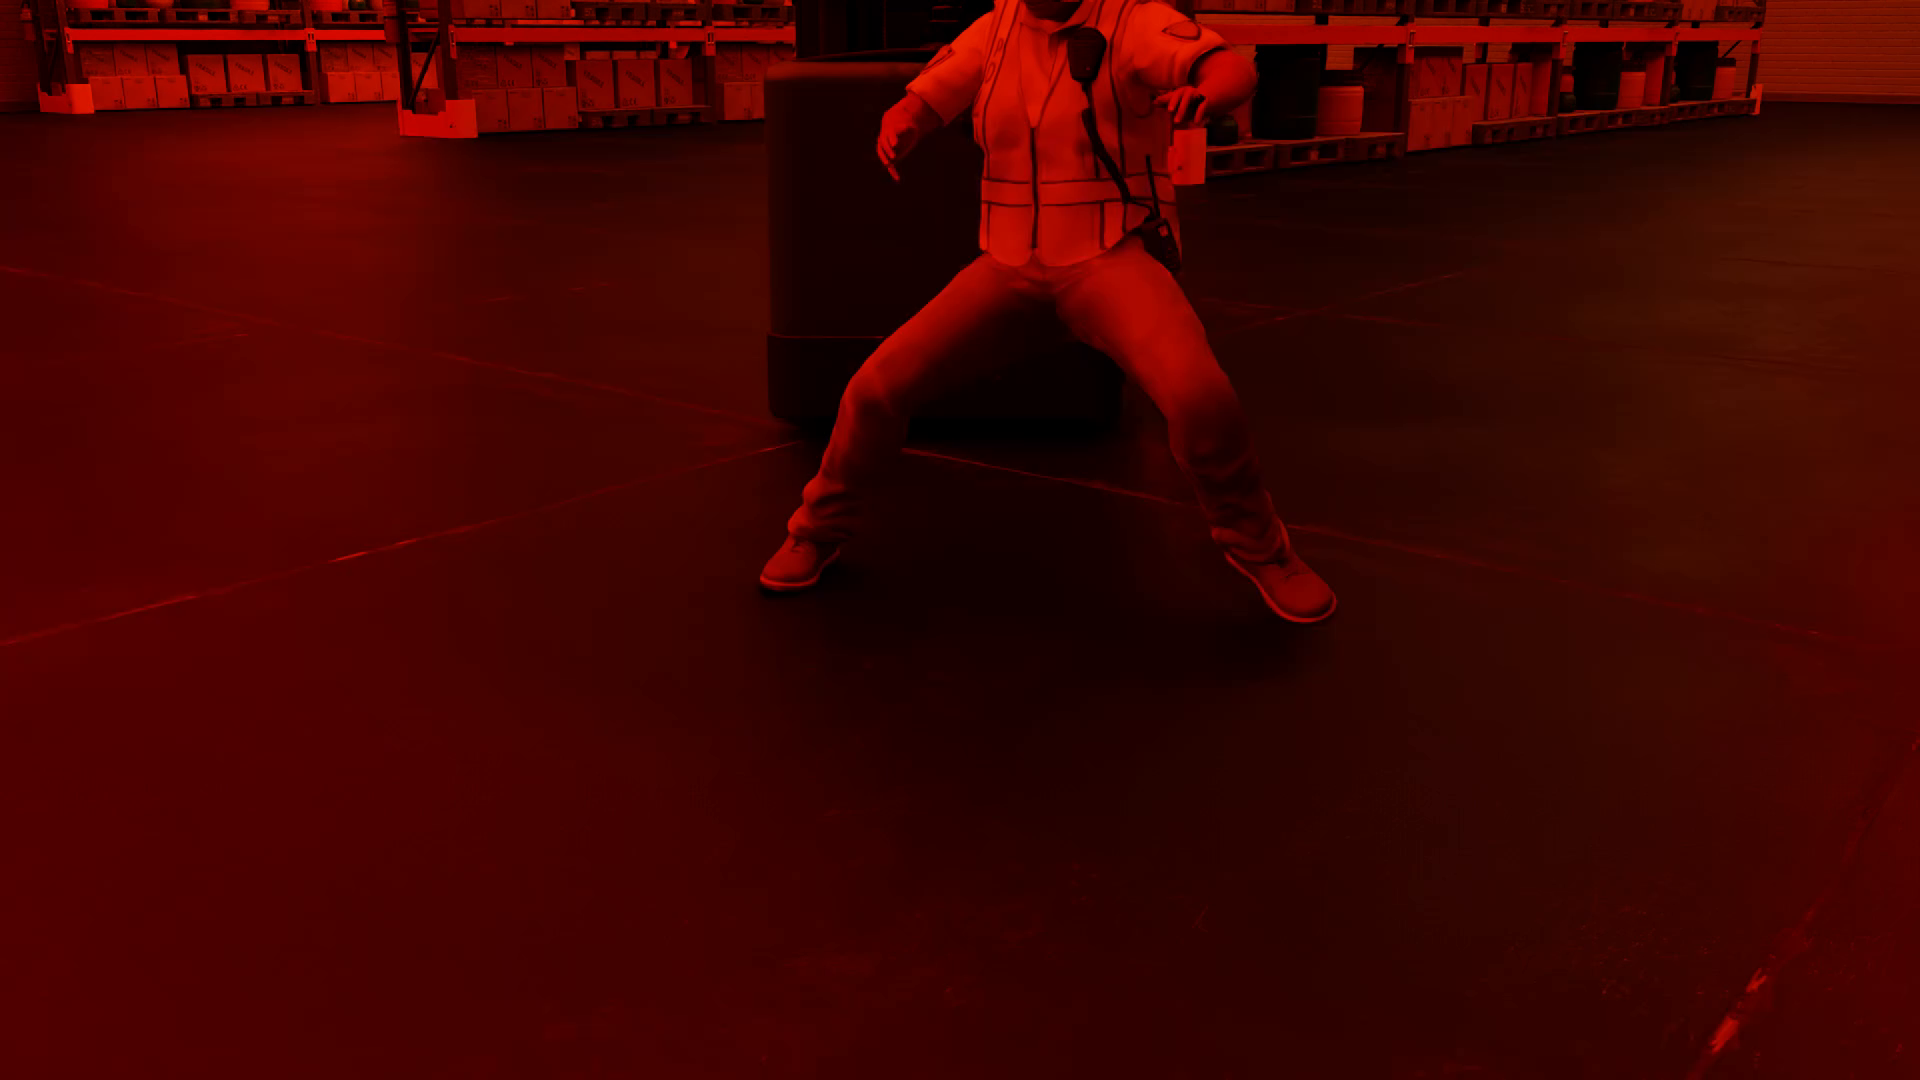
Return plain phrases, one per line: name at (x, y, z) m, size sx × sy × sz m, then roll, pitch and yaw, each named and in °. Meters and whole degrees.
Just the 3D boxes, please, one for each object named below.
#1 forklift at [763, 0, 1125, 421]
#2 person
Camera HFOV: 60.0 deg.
forklift at (-0.018, -2.128, 5.906) m, size 1.130 × 2.935 × 3.031 m, roll 0°, pitch 17°, yaw 1°
person at (0.186, -0.571, 3.341) m, size 1.196 × 1.442 × 0.668 m, roll 11°, pitch 20°, yaw 32°
